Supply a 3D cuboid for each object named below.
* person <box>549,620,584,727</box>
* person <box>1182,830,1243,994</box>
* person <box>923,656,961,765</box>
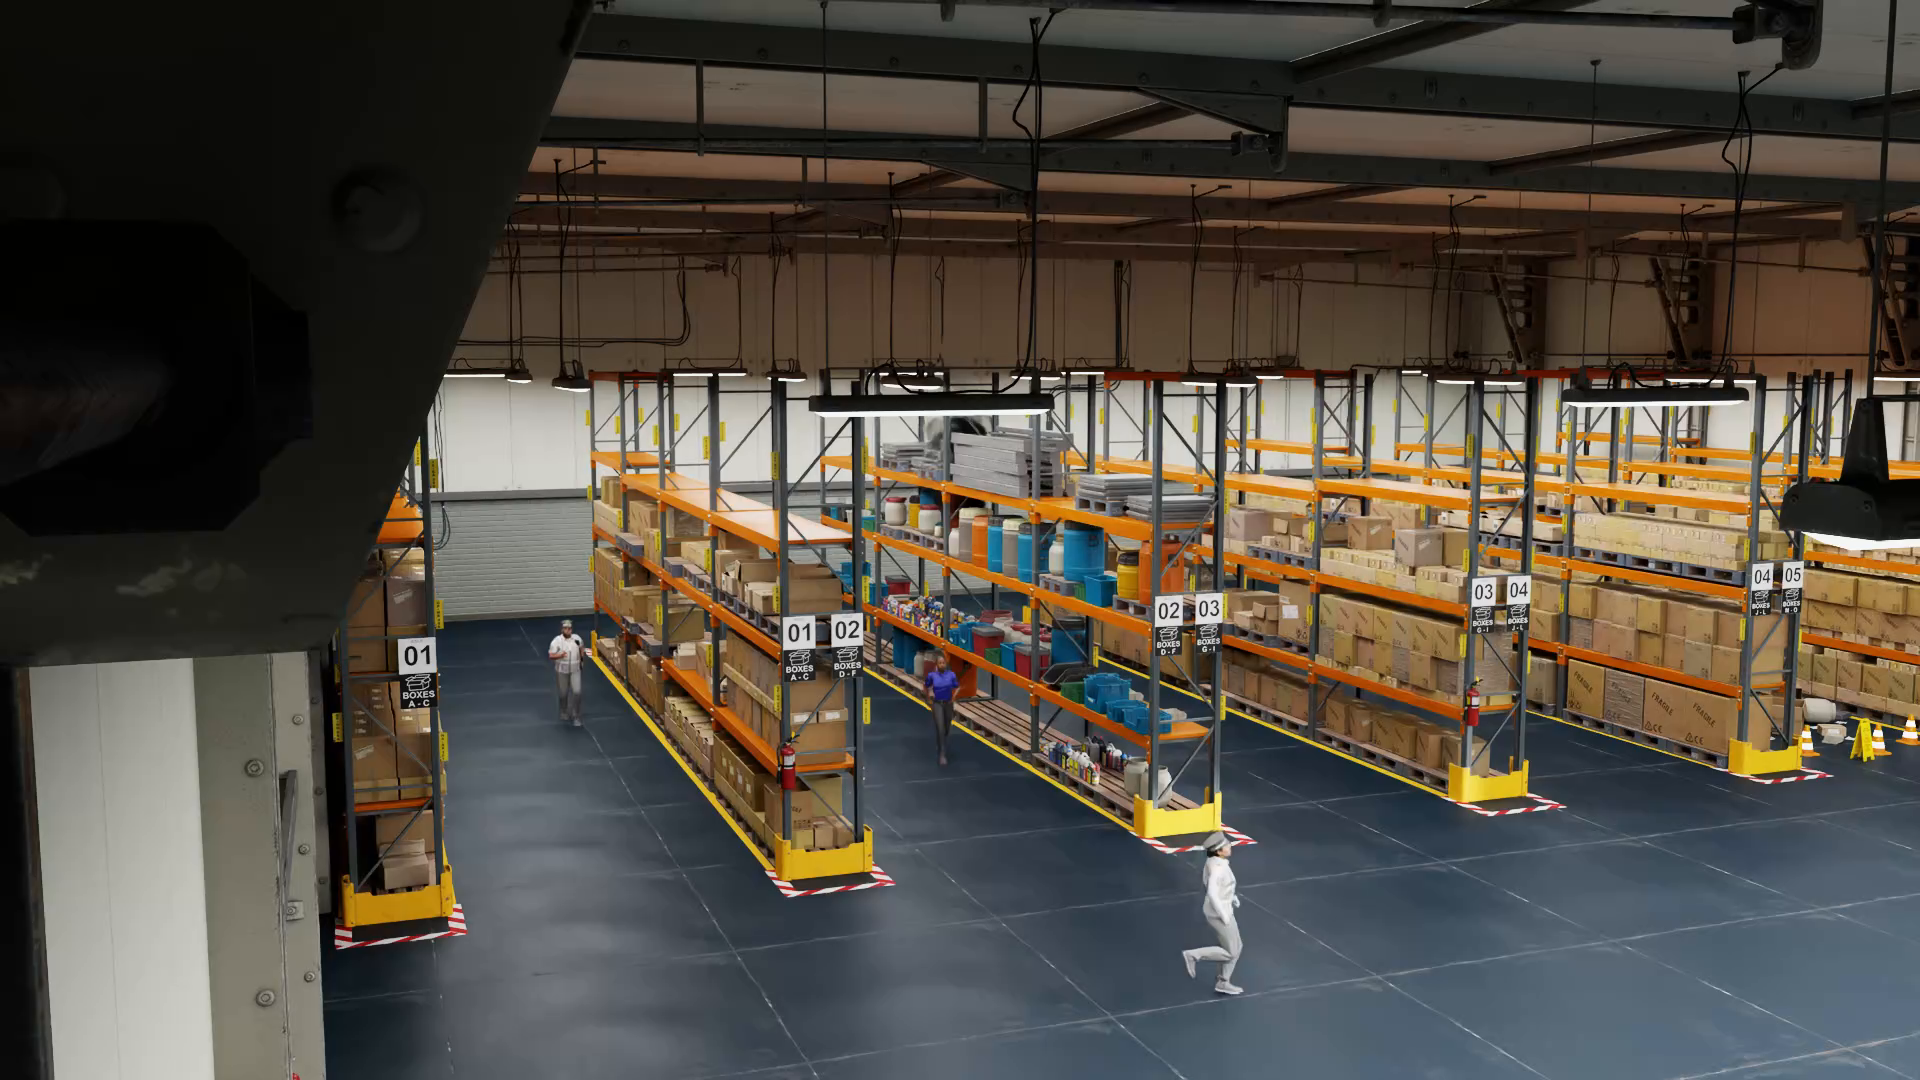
[{"bbox_3d":[-6.719,2.268,28.514,0.642,1.839,0.763,-3,7,-22],"label":"person"},{"bbox_3d":[2.511,3.690,16.470,0.611,1.657,0.639,0,6,4],"label":"person"},{"bbox_3d":[-0.279,2.604,25.880,0.536,1.653,0.859,-1,7,-12],"label":"person"}]
